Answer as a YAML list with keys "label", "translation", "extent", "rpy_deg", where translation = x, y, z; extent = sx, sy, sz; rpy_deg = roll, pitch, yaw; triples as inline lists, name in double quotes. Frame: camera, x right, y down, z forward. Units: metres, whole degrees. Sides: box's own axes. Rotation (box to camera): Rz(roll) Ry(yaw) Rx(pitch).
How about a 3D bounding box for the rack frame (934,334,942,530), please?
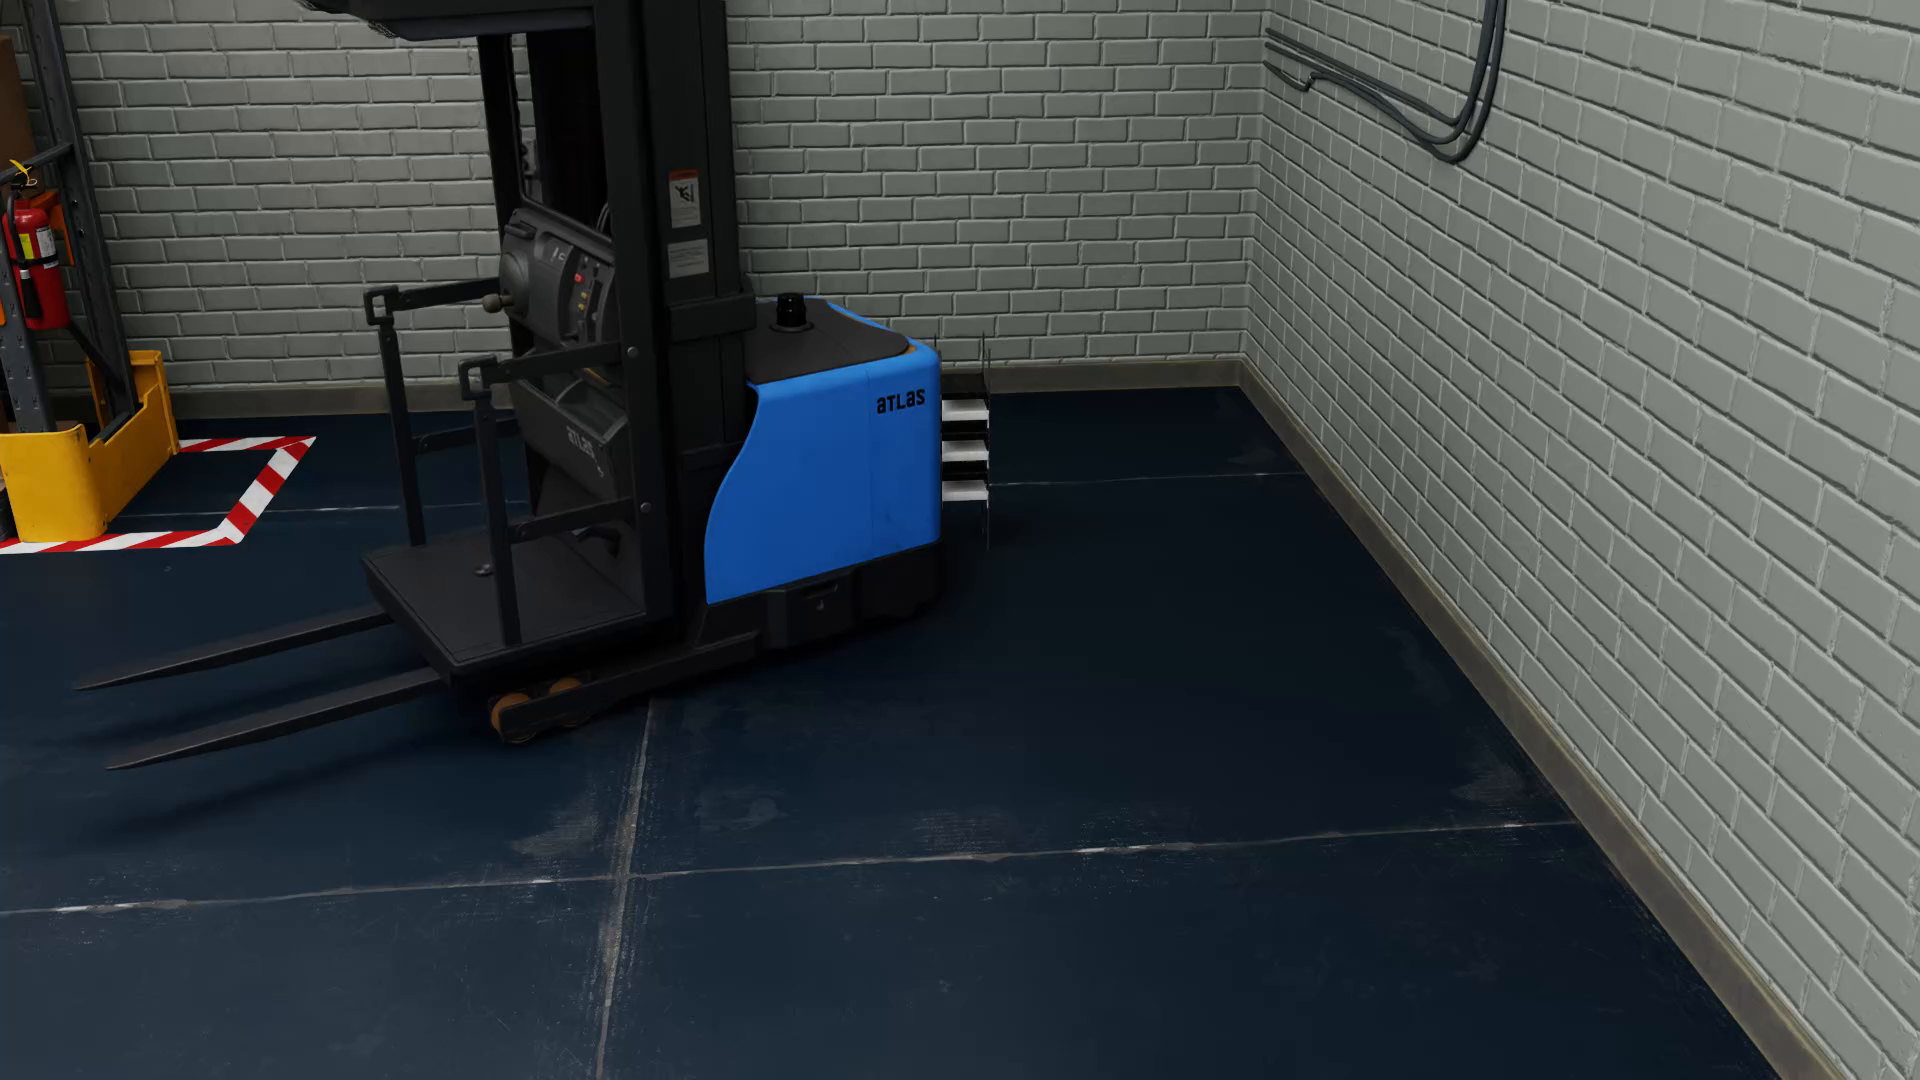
- label: "rack frame"
  translation: [-0.093, -0.407, 7.059]
  extent: [0.006, 0.900, 0.240]
  rpy_deg: [-2, 24, -5]

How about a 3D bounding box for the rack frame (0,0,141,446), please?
- label: "rack frame"
  translation: [-4.013, -1.597, 7.149]
  extent: [0.127, 3.000, 1.000]
  rpy_deg: [-2, 24, -5]

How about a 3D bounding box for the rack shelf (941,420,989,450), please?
- label: "rack shelf"
  translation: [0.008, -0.463, 7.045]
  extent: [0.200, 0.077, 0.258]
  rpy_deg: [-2, 24, -5]

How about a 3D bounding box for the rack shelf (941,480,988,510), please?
- label: "rack shelf"
  translation: [0.008, -0.217, 7.155]
  extent: [0.200, 0.077, 0.258]
  rpy_deg: [-2, 24, -5]

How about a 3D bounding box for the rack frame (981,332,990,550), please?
- label: "rack frame"
  translation: [0.109, -0.416, 7.077]
  extent: [0.006, 0.900, 0.240]
  rpy_deg: [-2, 24, -5]

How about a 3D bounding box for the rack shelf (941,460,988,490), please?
- label: "rack shelf"
  translation: [0.008, -0.299, 7.118]
  extent: [0.200, 0.077, 0.258]
  rpy_deg: [-2, 24, -5]

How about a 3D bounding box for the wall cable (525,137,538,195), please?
- label: "wall cable"
  translation: [-2.831, -2.494, 7.918]
  extent: [1.851, 1.984, 0.084]
  rpy_deg: [-2, 24, -5]

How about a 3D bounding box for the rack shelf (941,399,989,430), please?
- label: "rack shelf"
  translation: [0.008, -0.546, 7.008]
  extent: [0.200, 0.077, 0.258]
  rpy_deg: [-2, 24, -5]

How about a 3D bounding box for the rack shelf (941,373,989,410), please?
- label: "rack shelf"
  translation: [0.008, -0.628, 6.972]
  extent: [0.200, 0.077, 0.258]
  rpy_deg: [-2, 24, -5]

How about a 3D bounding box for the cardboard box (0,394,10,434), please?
- label: "cardboard box"
  translation: [-4.700, -0.578, 7.418]
  extent: [0.500, 0.500, 0.700]
  rpy_deg: [-2, 24, -5]

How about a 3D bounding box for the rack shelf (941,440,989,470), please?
- label: "rack shelf"
  translation: [0.008, -0.381, 7.081]
  extent: [0.200, 0.077, 0.258]
  rpy_deg: [-2, 24, -5]

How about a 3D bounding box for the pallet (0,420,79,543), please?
- label: "pallet"
  translation: [-4.801, -0.259, 7.573]
  extent: [1.213, 0.211, 1.003]
  rpy_deg: [-2, 24, -5]

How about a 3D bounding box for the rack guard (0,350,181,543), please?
- label: "rack guard"
  translation: [-3.989, -0.455, 7.659]
  extent: [0.348, 0.500, 1.175]
  rpy_deg: [-2, 24, -5]

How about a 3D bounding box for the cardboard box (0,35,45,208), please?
- label: "cardboard box"
  translation: [-4.519, -1.709, 7.033]
  extent: [0.700, 0.700, 0.980]
  rpy_deg: [-1, 24, -3]

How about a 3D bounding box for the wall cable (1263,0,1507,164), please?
- label: "wall cable"
  translation: [1.651, -3.001, 6.744]
  extent: [0.112, 2.526, 3.097]
  rpy_deg: [-2, 24, -5]

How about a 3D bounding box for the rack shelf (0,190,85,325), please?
- label: "rack shelf"
  translation: [-6.003, -1.188, 7.116]
  extent: [4.000, 0.370, 1.077]
  rpy_deg: [-2, 24, -5]

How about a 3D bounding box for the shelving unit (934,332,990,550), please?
- label: "shelving unit"
  translation: [0.008, -0.412, 7.068]
  extent: [0.210, 0.900, 0.258]
  rpy_deg: [-2, 24, -5]

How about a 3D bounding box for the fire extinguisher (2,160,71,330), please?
- label: "fire extinguisher"
  translation: [-3.817, -1.210, 6.835]
  extent: [0.183, 0.674, 0.296]
  rpy_deg: [-2, 24, -5]

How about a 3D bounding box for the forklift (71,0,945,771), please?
- label: "forklift"
  translation: [-1.564, -0.889, 5.641]
  extent: [3.031, 2.935, 1.130]
  rpy_deg: [-16, 28, -31]
